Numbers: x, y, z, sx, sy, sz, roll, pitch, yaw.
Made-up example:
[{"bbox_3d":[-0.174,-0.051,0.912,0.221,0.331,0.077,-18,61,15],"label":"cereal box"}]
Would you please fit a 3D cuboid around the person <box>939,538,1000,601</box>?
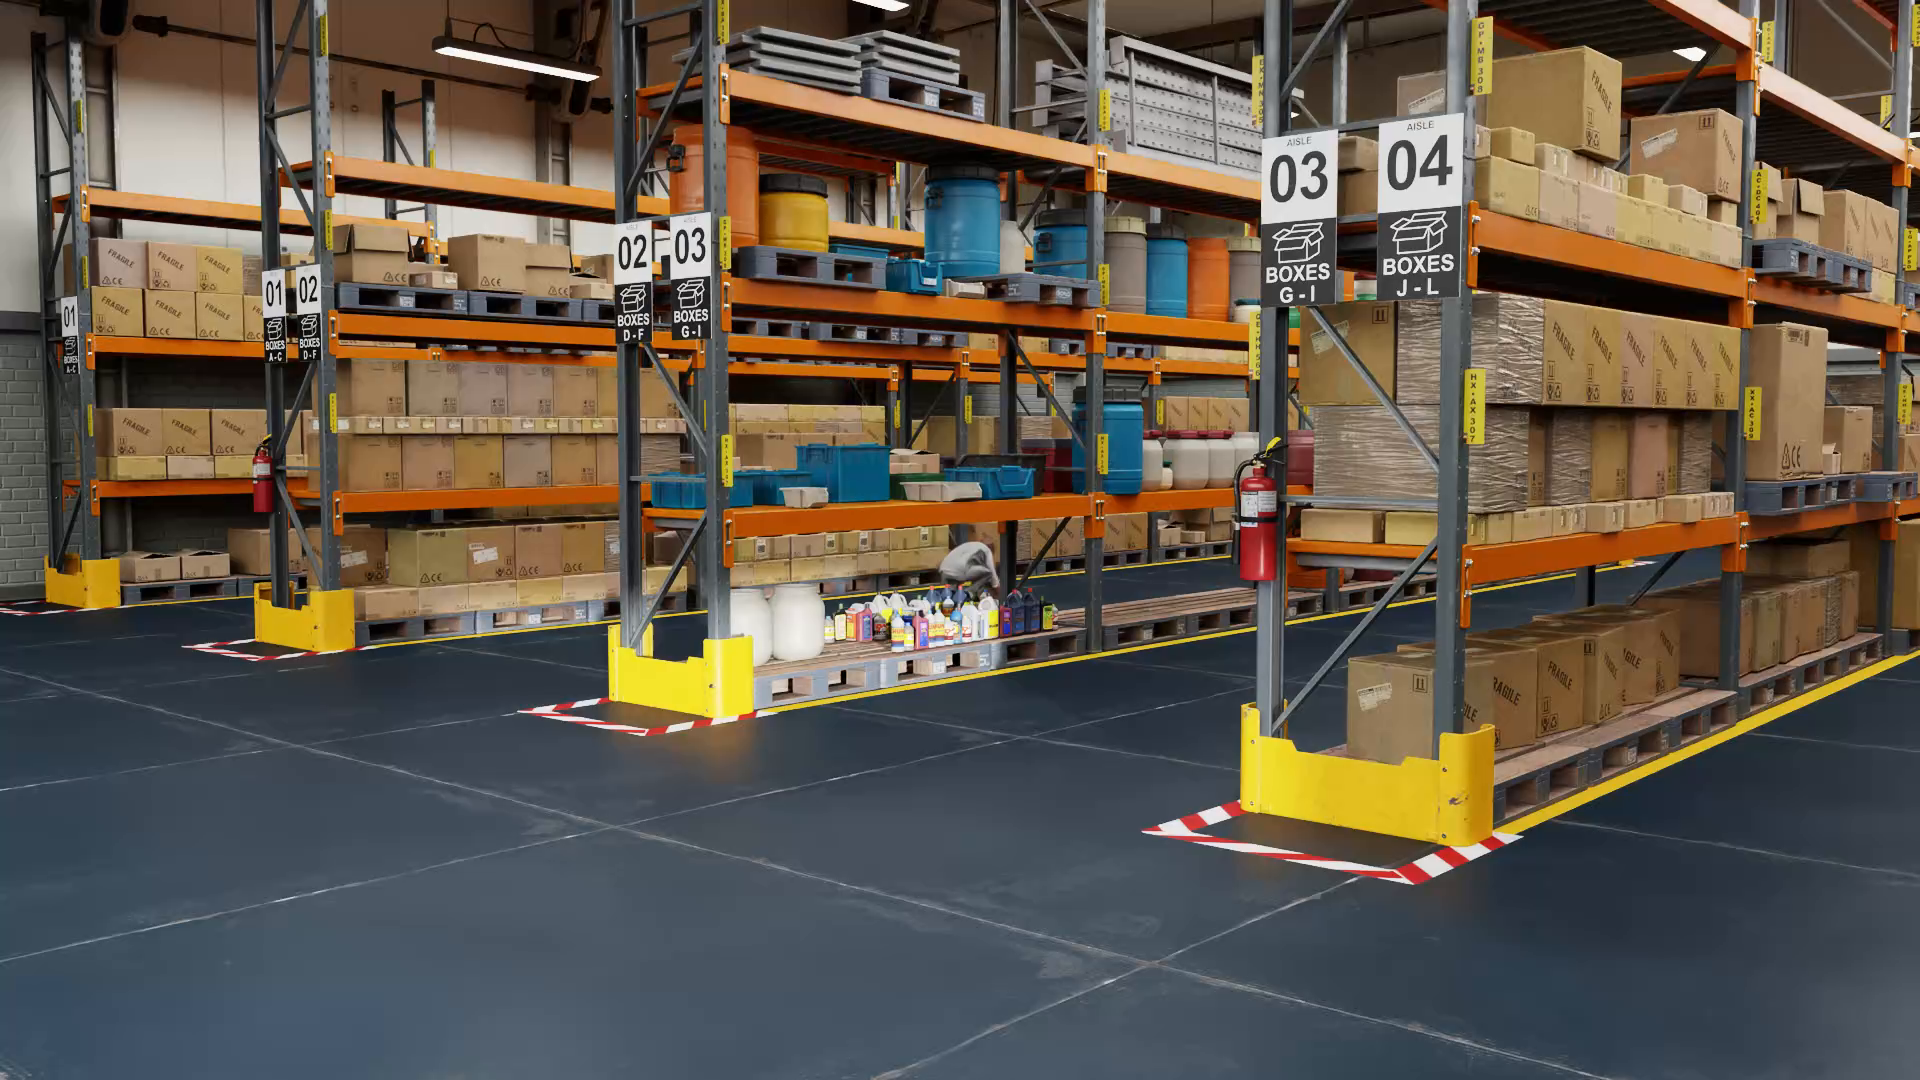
[{"bbox_3d":[0.108,0.376,17.373,0.428,0.759,0.839,3,5,40],"label":"person"}]
